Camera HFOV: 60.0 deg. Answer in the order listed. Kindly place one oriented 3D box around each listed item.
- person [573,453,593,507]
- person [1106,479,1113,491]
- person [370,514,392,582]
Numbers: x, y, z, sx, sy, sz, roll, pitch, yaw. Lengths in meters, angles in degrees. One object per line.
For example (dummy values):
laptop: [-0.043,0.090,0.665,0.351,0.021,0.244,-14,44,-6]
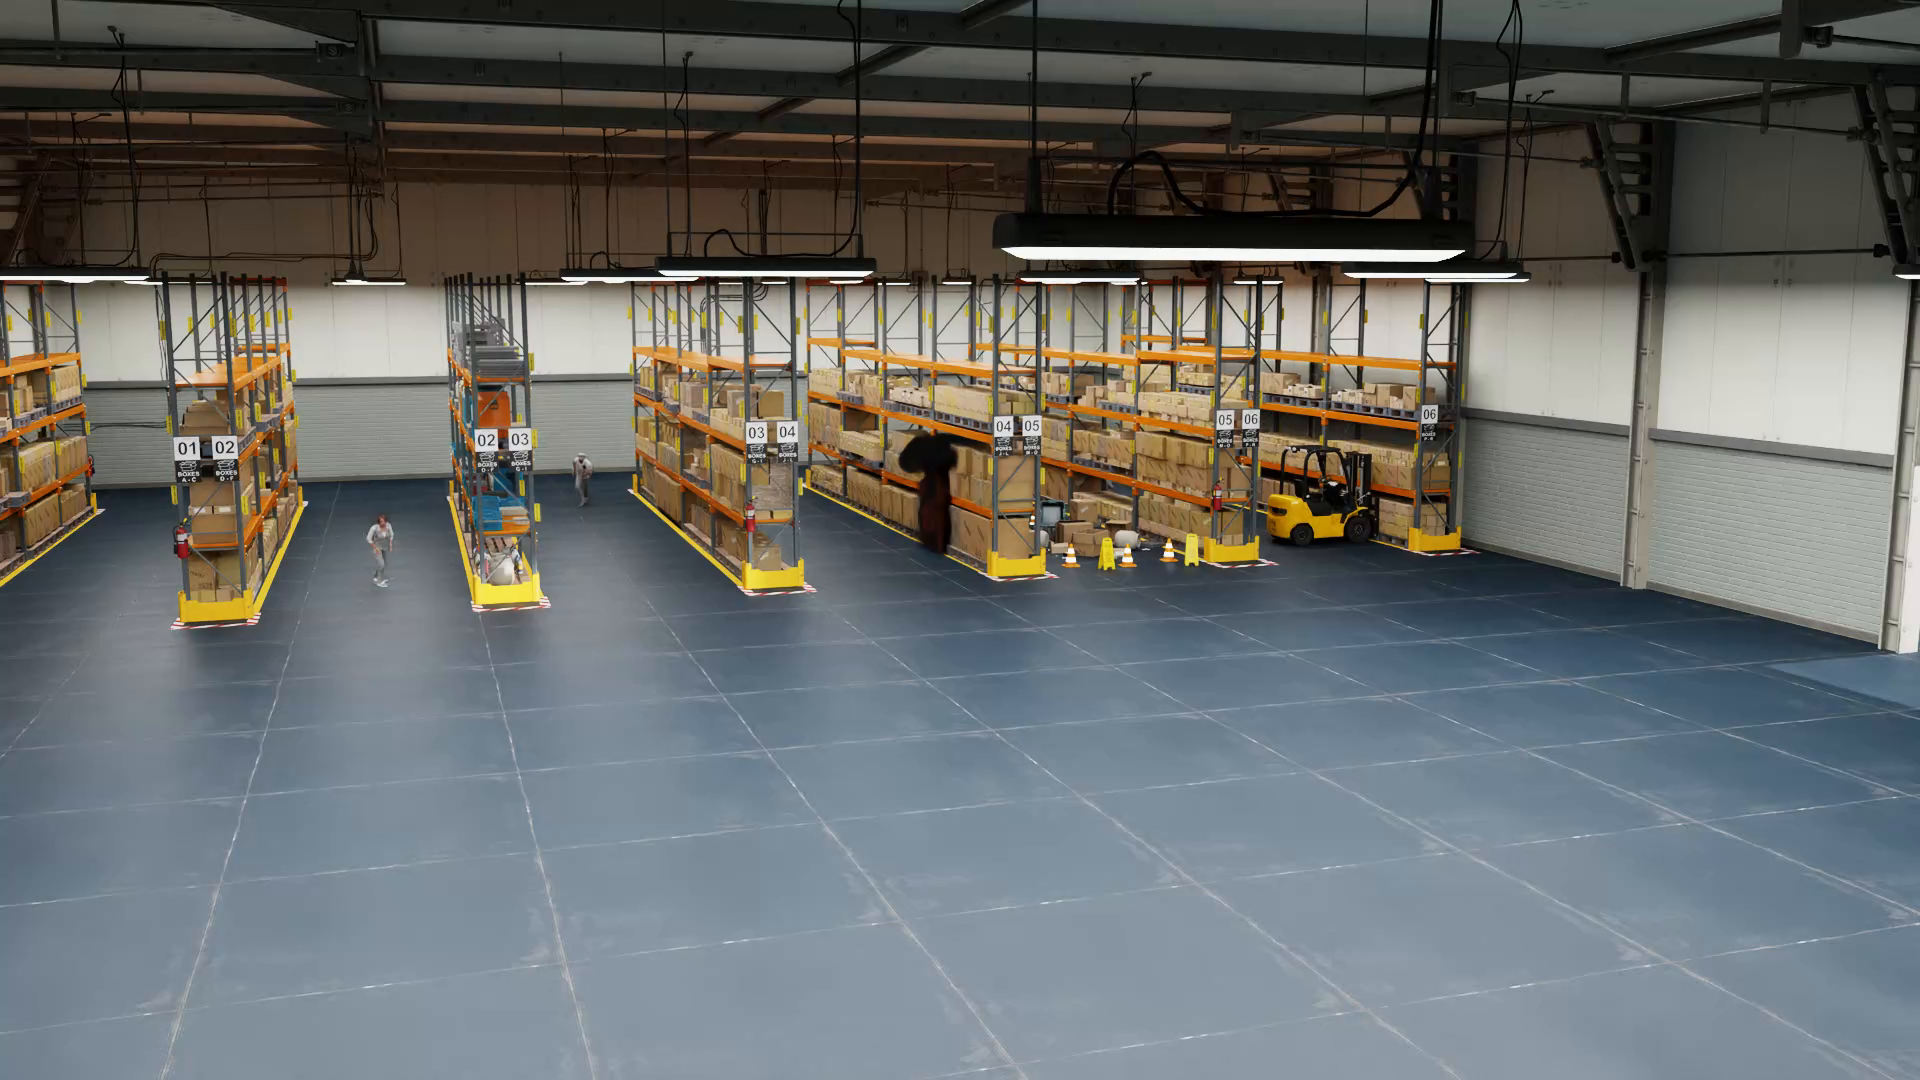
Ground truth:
person: [-10.011,-1.642,44.323,0.568,1.430,1.134,0,9,0]
person: [4.023,-1.937,45.793,0.435,1.409,0.533,-6,10,-34]
person: [-11.214,0.151,32.073,0.775,1.368,0.482,6,11,35]
